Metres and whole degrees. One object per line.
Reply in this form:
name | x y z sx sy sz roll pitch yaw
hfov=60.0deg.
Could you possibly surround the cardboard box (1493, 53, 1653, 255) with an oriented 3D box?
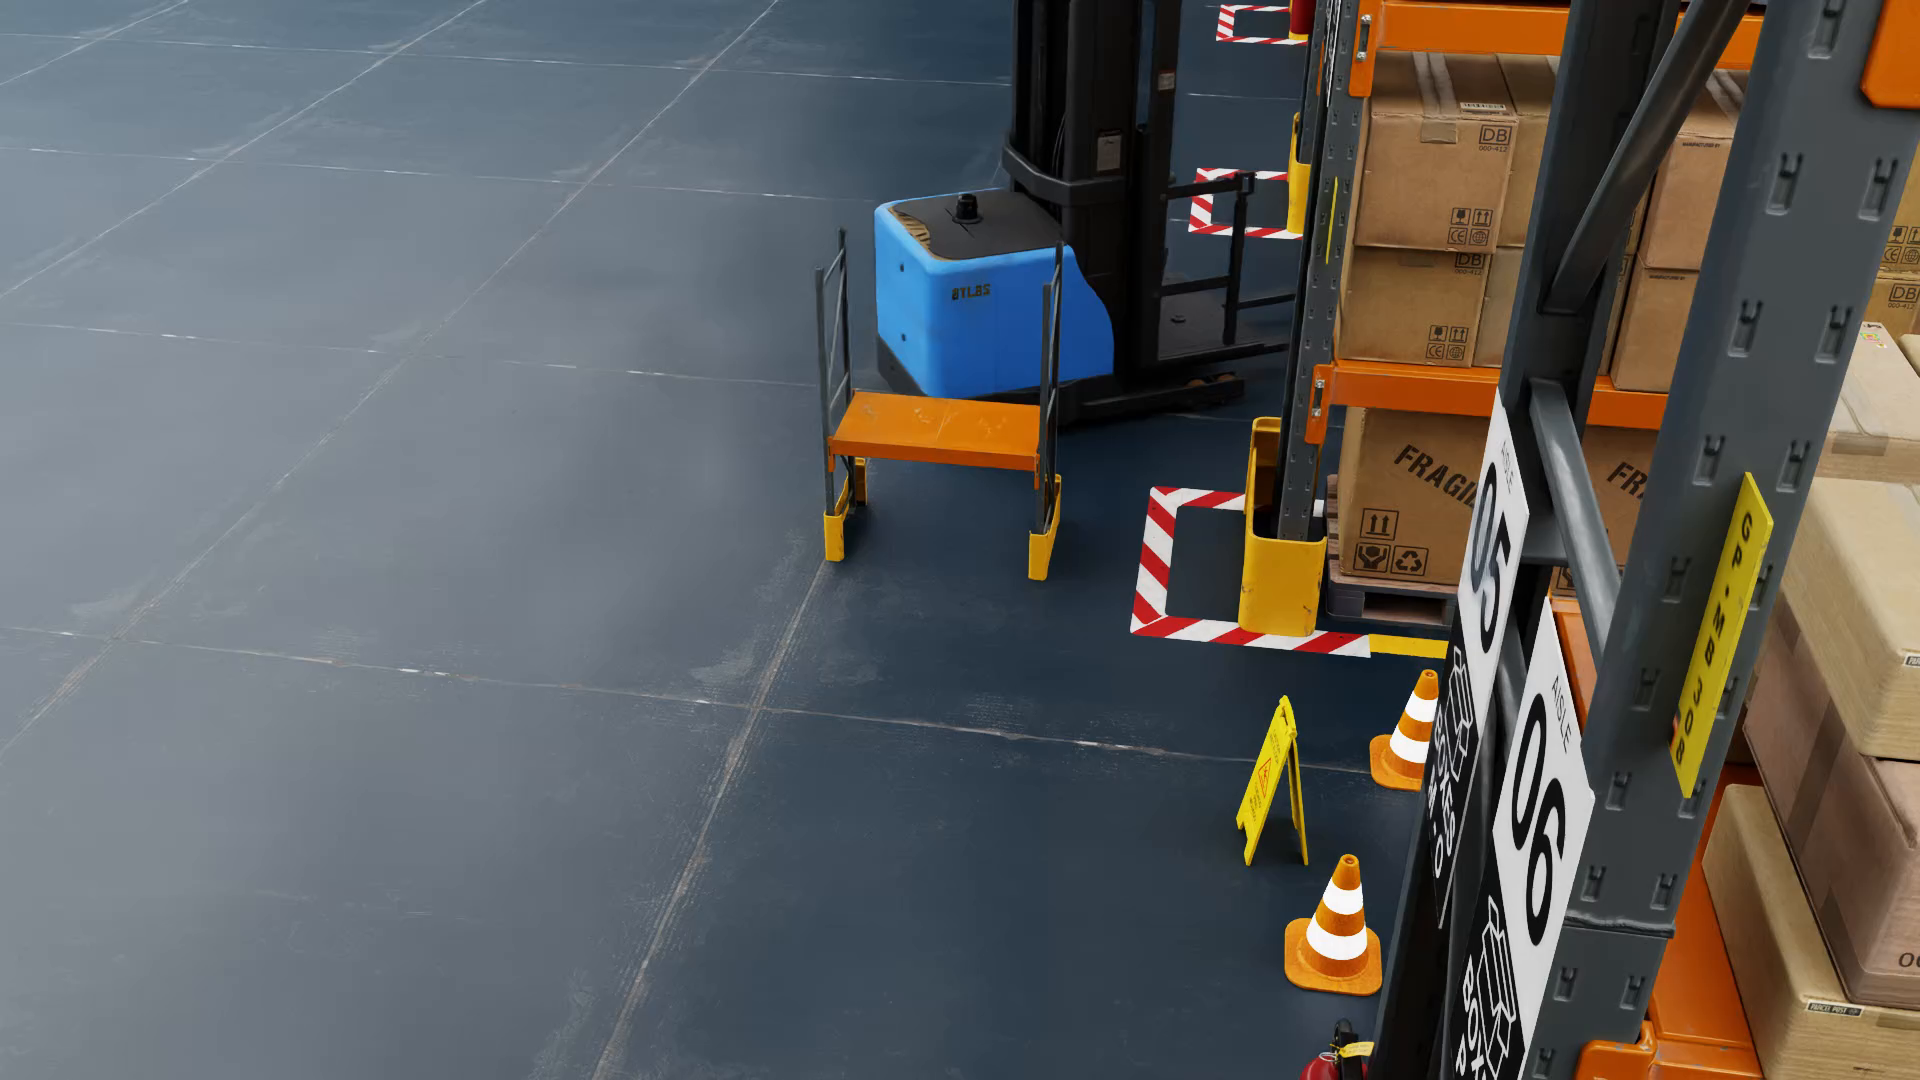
cardboard box | 2.477 -1.610 6.837 0.550 0.550 0.875 5 32 8

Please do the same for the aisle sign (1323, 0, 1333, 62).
aisle sign | 1.540 -2.409 6.821 0.004 0.787 0.394 5 32 8

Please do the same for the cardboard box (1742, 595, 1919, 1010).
cardboard box | 1.277 0.305 1.970 0.500 0.250 0.500 5 32 7

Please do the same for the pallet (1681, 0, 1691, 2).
pallet | 2.293 -2.317 6.380 1.213 0.211 1.003 5 32 8

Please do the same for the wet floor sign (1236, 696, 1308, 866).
wet floor sign | 1.198 0.888 6.224 0.232 0.644 0.267 0 32 0

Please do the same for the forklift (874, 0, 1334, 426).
forklift | 1.085 -2.232 9.053 3.031 2.935 1.130 -11 34 -17

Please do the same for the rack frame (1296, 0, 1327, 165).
rack frame | 2.494 -3.728 11.379 0.127 3.000 1.000 5 32 8

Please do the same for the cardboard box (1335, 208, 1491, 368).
cardboard box | 1.933 -1.198 7.195 0.550 0.550 0.875 5 32 8

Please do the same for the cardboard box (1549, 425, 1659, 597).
cardboard box | 3.107 -0.317 7.537 0.875 0.875 0.875 5 32 7

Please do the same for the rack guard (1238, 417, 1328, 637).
rack guard | 1.536 -0.086 7.916 0.348 0.500 1.175 5 32 8

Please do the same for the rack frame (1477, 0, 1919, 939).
rack frame | 0.827 -1.088 1.507 0.127 3.000 1.000 5 32 8

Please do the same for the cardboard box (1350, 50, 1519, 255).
cardboard box | 1.919 -1.611 6.838 0.550 0.550 0.875 5 32 8

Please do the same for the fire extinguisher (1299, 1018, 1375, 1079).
fire extinguisher | 0.791 1.236 3.521 0.183 0.674 0.296 5 32 8

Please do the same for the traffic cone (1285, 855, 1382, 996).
traffic cone | 1.319 1.283 5.765 0.334 0.463 0.336 5 32 8

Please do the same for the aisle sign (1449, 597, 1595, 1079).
aisle sign | 0.713 0.509 2.159 0.004 0.787 0.394 5 32 8

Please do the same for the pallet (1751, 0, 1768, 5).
pallet | 3.499 -2.209 6.208 1.213 0.211 1.003 5 32 8

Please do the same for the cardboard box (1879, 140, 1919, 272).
cardboard box | 3.550 -1.510 6.676 0.500 0.550 0.875 5 32 8

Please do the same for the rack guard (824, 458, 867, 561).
rack guard | -0.566 -0.157 8.266 0.087 0.250 0.587 5 32 8

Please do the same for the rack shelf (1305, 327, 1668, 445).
rack shelf | 3.531 -0.660 7.155 4.000 0.370 1.077 5 32 8

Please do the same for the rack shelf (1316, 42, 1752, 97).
rack shelf | 4.465 -3.245 11.285 4.000 0.370 1.077 5 32 8

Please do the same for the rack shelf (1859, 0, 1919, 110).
rack shelf | 2.798 -0.604 1.414 4.000 0.370 1.077 5 32 8

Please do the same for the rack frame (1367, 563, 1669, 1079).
rack frame | 0.827 1.455 3.099 0.127 3.000 1.000 5 32 8

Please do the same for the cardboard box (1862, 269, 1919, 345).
cardboard box | 3.539 -1.019 6.909 0.500 0.550 0.875 5 32 8

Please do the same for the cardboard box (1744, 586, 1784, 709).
cardboard box | 1.376 0.025 2.416 0.500 0.250 0.500 5 32 8

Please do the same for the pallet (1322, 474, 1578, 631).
pallet | 2.361 0.069 7.941 1.213 0.211 1.003 5 32 8

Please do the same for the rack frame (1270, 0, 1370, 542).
rack frame | 1.560 -1.143 7.250 0.127 3.000 1.000 5 32 8

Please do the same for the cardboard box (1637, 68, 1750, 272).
cardboard box | 3.006 -1.489 6.643 0.550 0.550 0.875 5 32 8

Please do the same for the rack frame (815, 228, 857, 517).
rack frame | -0.585 -0.689 7.937 0.032 1.500 0.500 5 32 8

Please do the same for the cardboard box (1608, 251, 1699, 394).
cardboard box | 3.010 -1.044 6.950 0.550 0.550 0.875 5 32 8

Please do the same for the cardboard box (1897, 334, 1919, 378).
cardboard box | 1.457 -0.130 2.288 0.250 0.149 0.380 6 32 9

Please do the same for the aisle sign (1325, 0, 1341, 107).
aisle sign | 1.439 -2.095 6.319 0.004 0.787 0.394 5 32 8

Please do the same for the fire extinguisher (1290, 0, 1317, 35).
fire extinguisher | 2.458 -3.947 11.801 0.183 0.674 0.296 5 32 8

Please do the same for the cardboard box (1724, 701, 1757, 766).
cardboard box | 1.225 0.175 2.553 0.250 0.149 0.380 5 32 8

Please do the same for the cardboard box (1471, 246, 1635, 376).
cardboard box | 2.479 -1.160 7.134 0.550 0.550 0.875 5 32 8

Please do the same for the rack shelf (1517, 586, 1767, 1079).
rack shelf | 2.798 0.667 2.209 4.000 0.370 1.077 5 32 8

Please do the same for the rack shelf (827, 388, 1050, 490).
rack shelf | -0.084 -0.491 7.960 1.000 0.185 0.538 5 32 8

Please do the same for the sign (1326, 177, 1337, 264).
sign | 1.460 -1.254 6.536 0.005 0.325 0.100 5 32 8

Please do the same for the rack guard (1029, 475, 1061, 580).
rack guard | 0.416 -0.068 8.124 0.087 0.250 0.587 5 32 8

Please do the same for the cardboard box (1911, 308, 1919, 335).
cardboard box | 4.079 -1.024 6.917 0.550 0.550 0.875 5 32 8

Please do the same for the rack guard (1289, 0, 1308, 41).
rack guard | 3.410 -5.277 16.210 0.348 0.500 1.175 5 32 8

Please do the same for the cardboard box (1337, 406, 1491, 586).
cardboard box | 2.239 -0.395 7.660 0.875 0.875 0.875 5 32 8

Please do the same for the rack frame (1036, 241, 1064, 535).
rack frame | 0.417 -0.598 7.792 0.032 1.500 0.500 5 32 8

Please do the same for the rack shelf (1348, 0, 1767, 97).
rack shelf | 3.531 -1.931 6.359 4.000 0.370 1.077 5 32 8

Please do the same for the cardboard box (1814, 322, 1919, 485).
cardboard box | 1.210 -0.173 2.357 0.250 0.149 0.380 5 32 9

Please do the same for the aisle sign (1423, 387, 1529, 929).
aisle sign | 0.814 0.195 2.661 0.004 0.787 0.394 5 32 8

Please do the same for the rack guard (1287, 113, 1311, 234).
rack guard | 2.569 -2.662 12.032 0.348 0.500 1.175 5 32 8

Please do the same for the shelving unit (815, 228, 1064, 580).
shelving unit | -0.075 -0.643 7.863 1.083 1.500 0.587 5 32 8

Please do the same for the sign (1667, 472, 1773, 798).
sign | 0.735 0.096 1.618 0.005 0.325 0.100 5 32 8

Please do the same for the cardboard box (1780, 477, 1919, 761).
cardboard box | 1.143 0.090 1.937 0.250 0.149 0.380 5 32 8

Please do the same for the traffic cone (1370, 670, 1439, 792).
traffic cone | 1.844 0.722 6.660 0.334 0.463 0.336 5 32 8

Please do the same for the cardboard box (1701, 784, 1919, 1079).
cardboard box | 1.099 0.489 2.051 0.250 0.149 0.380 5 32 8
